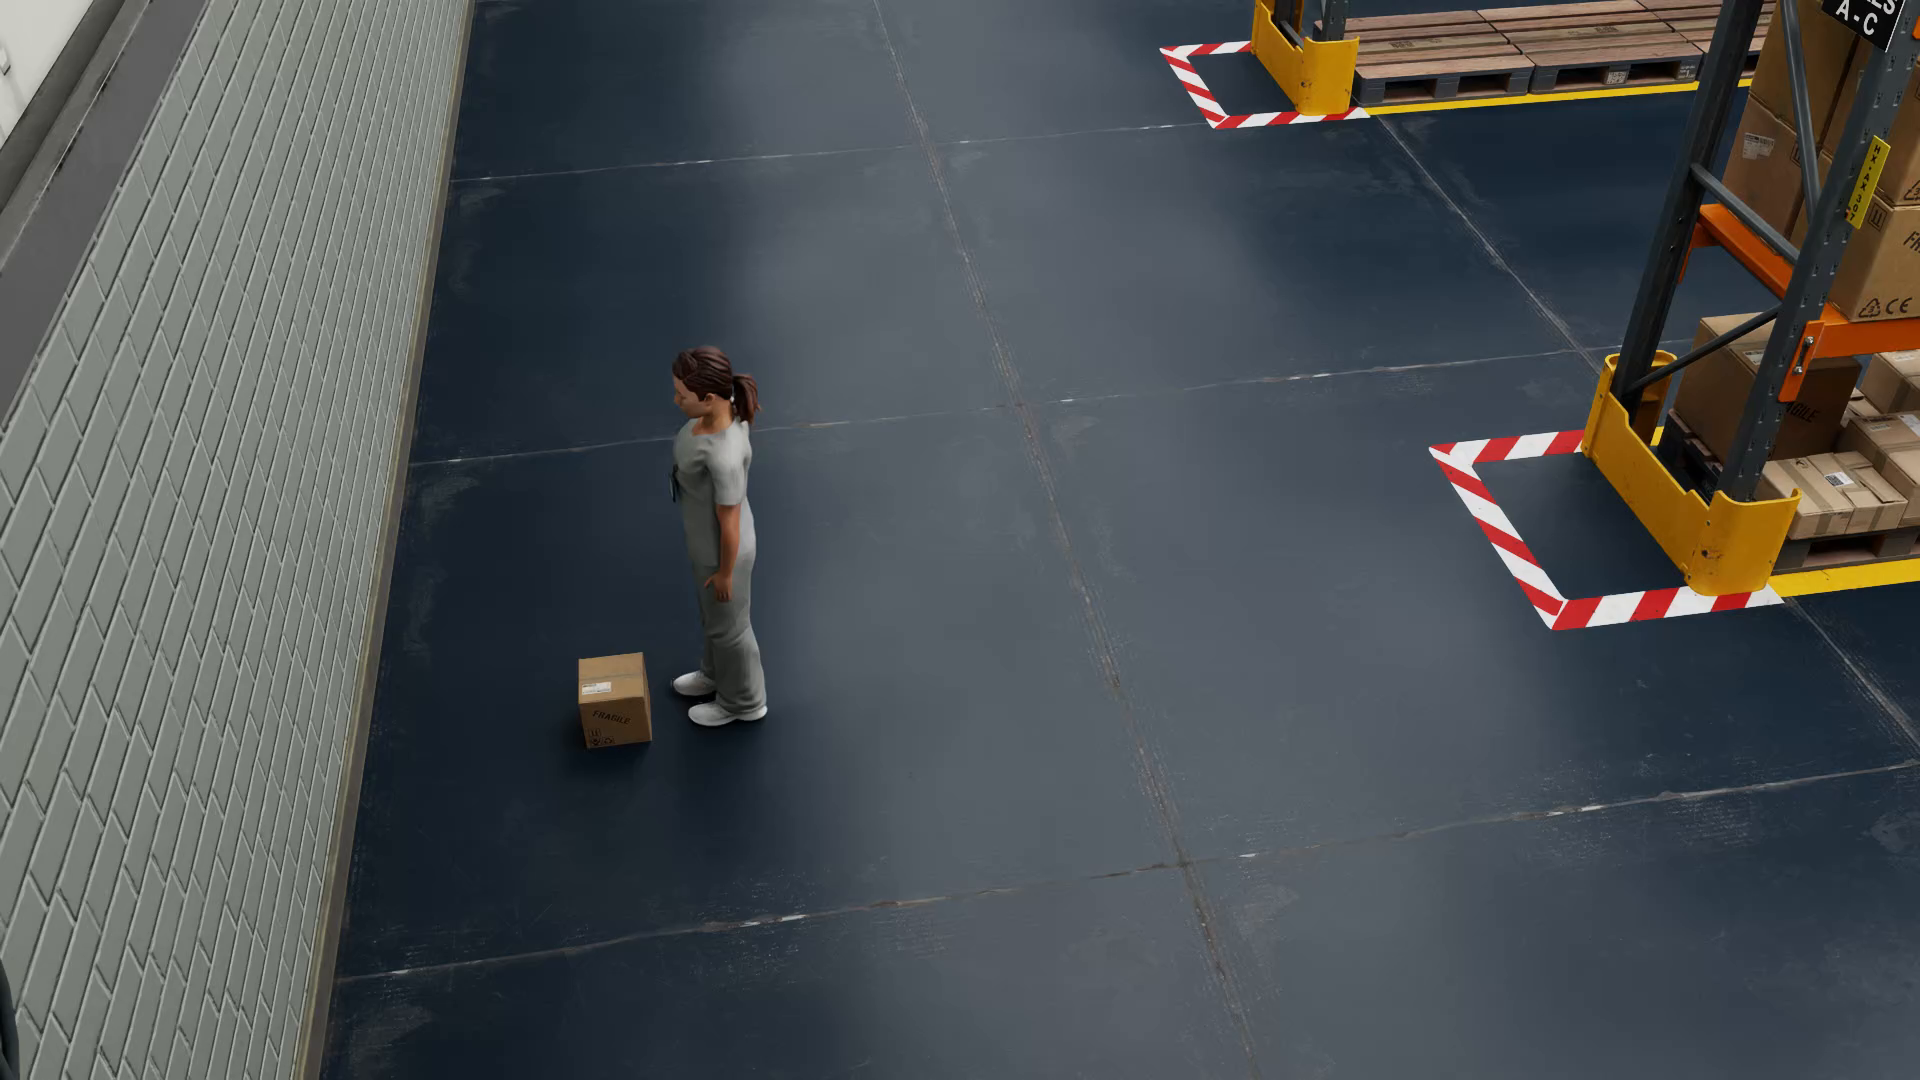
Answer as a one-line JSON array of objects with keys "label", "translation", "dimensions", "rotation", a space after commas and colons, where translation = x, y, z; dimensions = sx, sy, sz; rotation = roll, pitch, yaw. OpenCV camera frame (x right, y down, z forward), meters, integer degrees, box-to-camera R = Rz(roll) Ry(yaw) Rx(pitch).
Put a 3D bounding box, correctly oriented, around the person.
[{"label": "person", "translation": [-0.907, 0.016, 6.111], "dimensions": [0.455, 1.684, 0.448], "rotation": [-6, 39, -8]}]
